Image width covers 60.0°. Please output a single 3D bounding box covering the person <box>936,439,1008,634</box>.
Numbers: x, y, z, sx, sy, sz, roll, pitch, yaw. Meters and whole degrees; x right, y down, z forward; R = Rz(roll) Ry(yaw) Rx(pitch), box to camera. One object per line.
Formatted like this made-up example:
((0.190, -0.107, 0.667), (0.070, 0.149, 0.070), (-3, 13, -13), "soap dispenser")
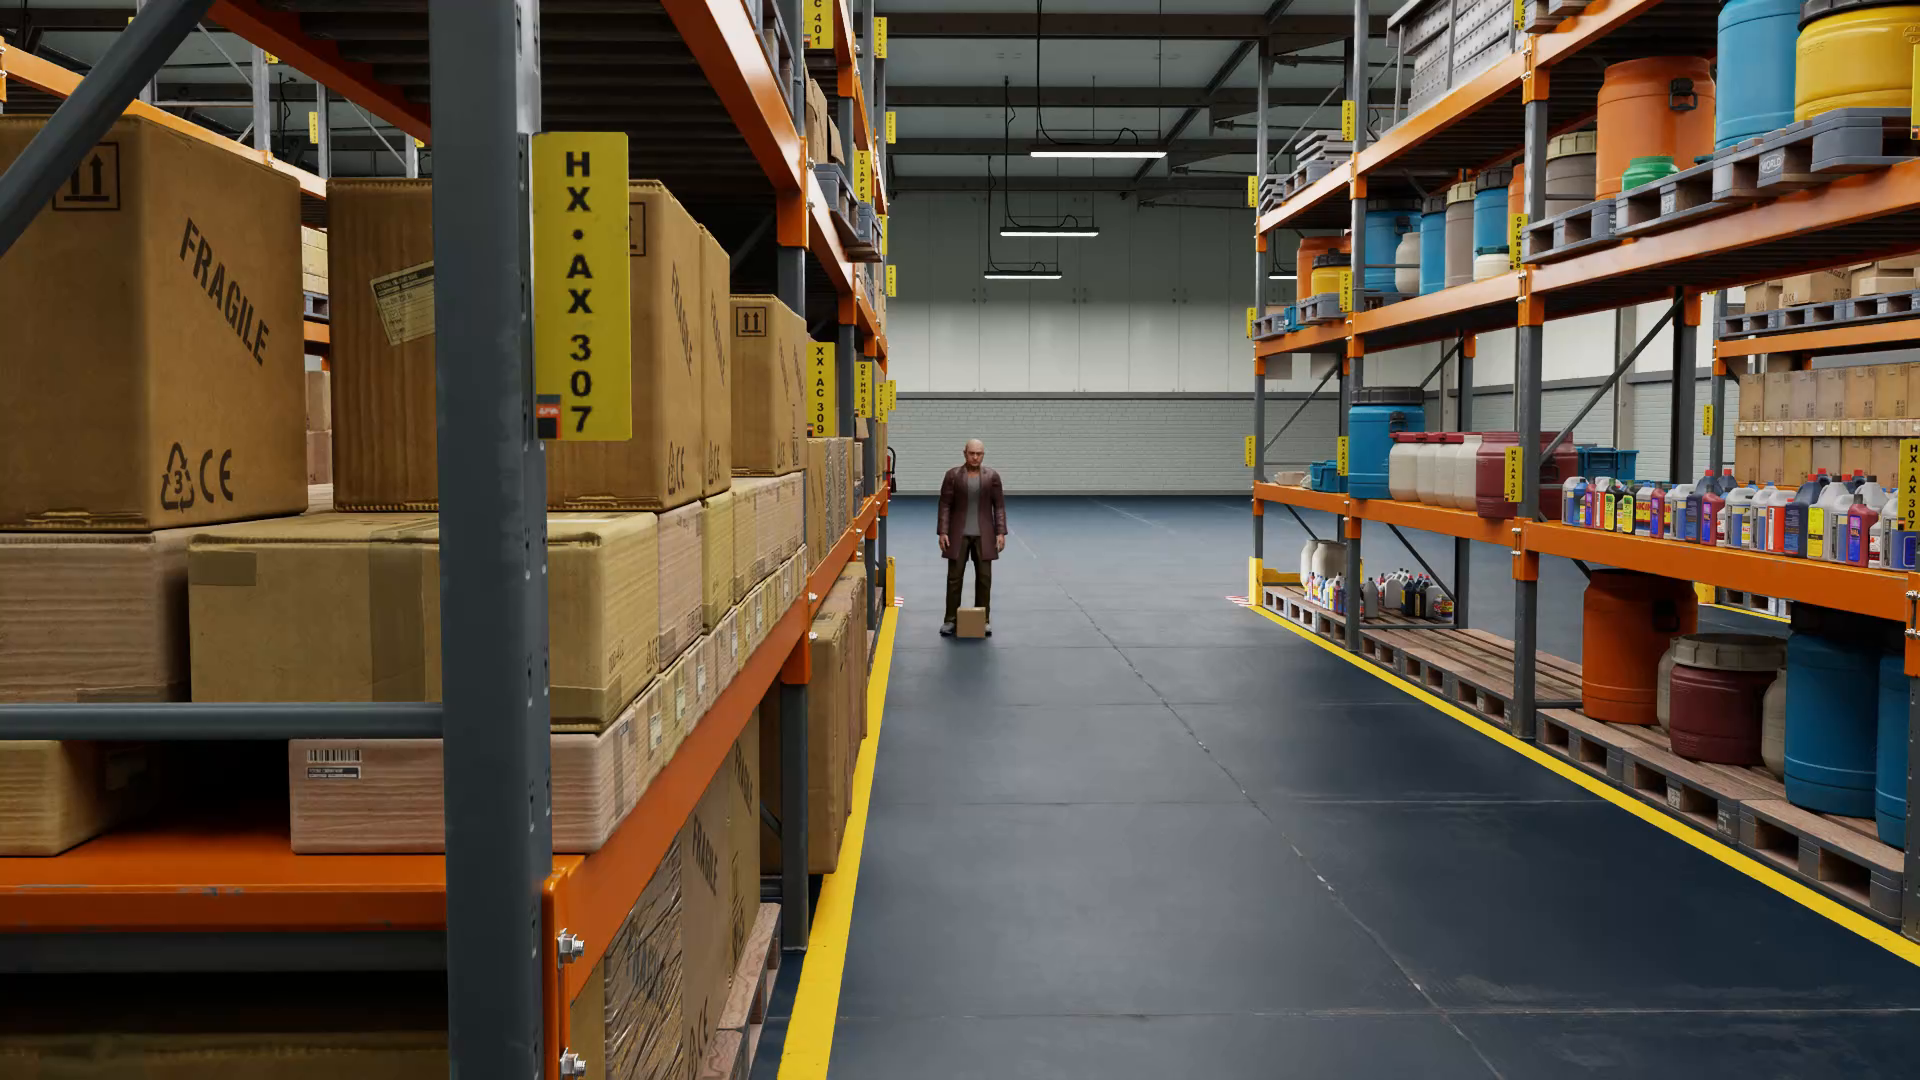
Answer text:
((0.110, -0.033, 15.209), (0.655, 1.775, 0.419), (0, 4, -3), "person")
